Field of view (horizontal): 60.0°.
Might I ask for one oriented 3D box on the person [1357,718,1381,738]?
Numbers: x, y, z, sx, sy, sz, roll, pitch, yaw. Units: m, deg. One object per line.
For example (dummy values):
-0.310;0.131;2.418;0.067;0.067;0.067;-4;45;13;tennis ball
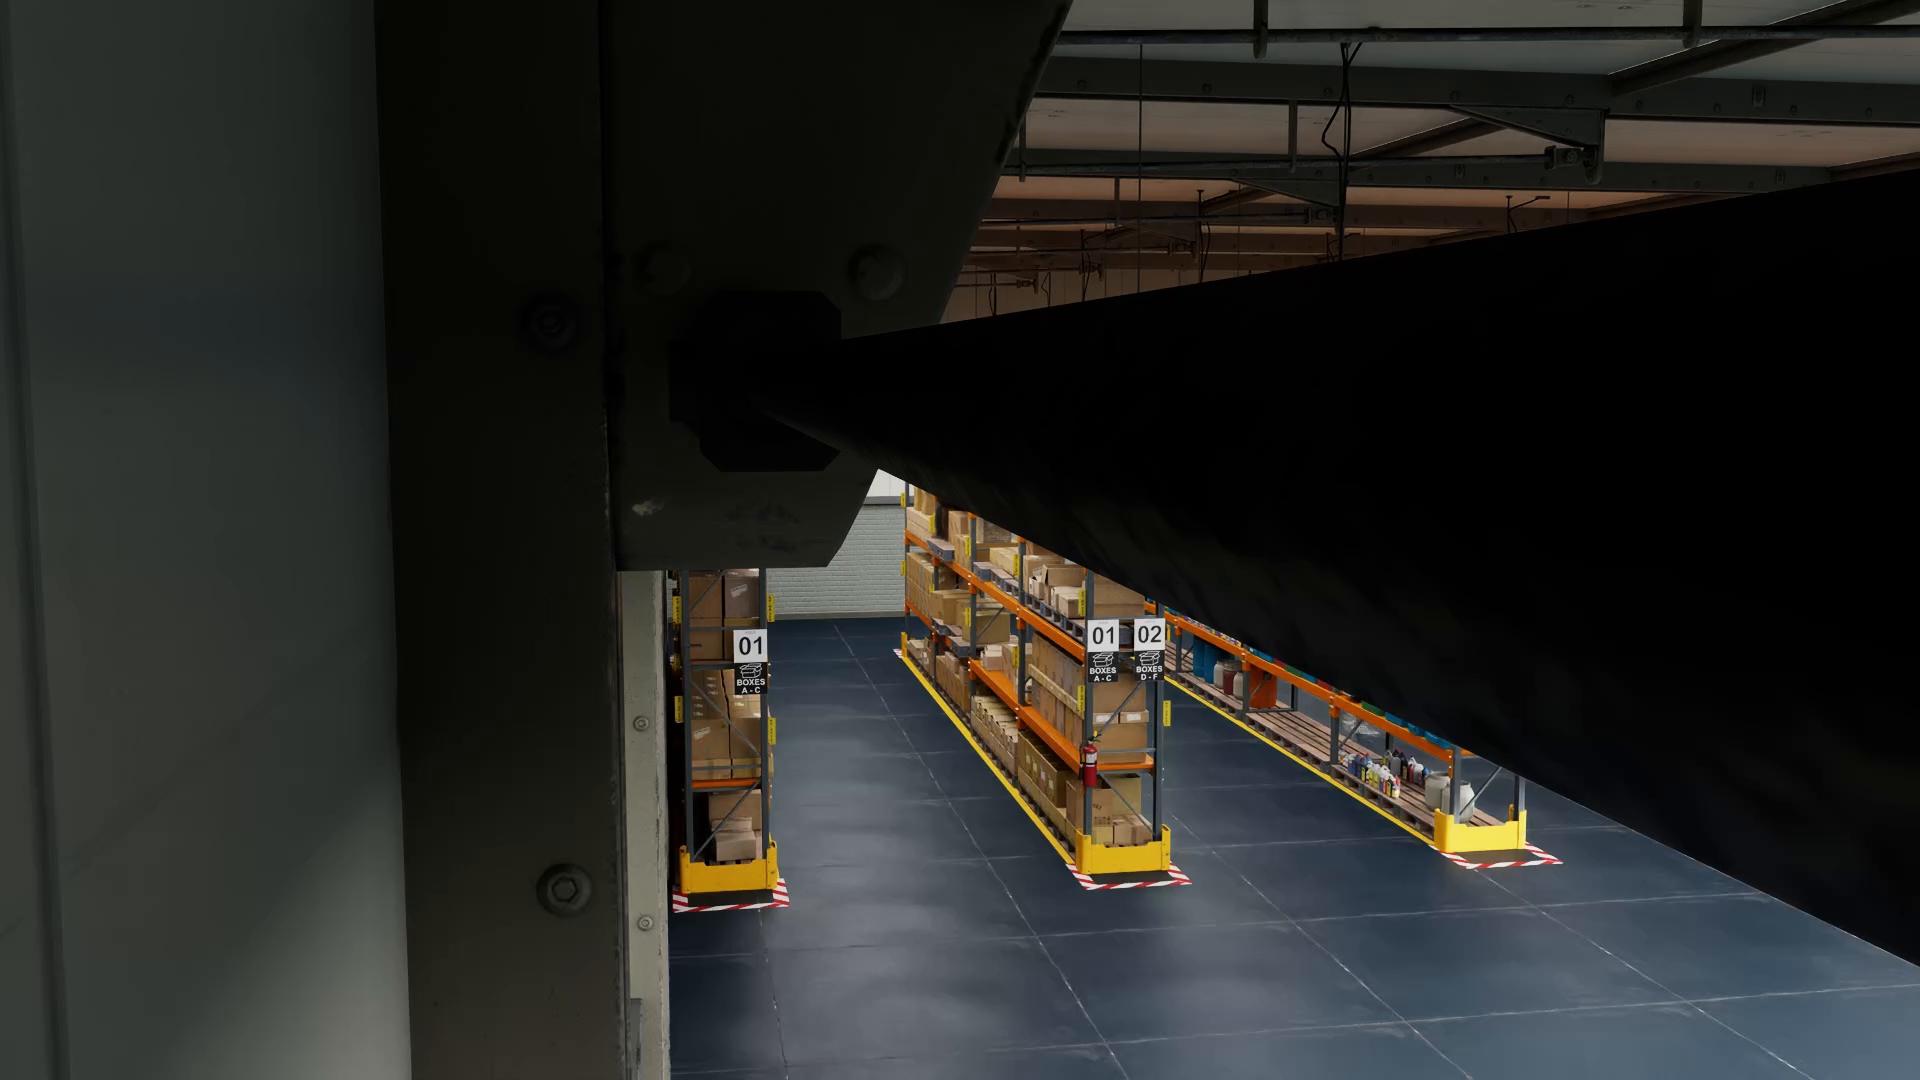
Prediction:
7.156;2.627;28.640;0.797;1.538;0.601;6;8;43;person
